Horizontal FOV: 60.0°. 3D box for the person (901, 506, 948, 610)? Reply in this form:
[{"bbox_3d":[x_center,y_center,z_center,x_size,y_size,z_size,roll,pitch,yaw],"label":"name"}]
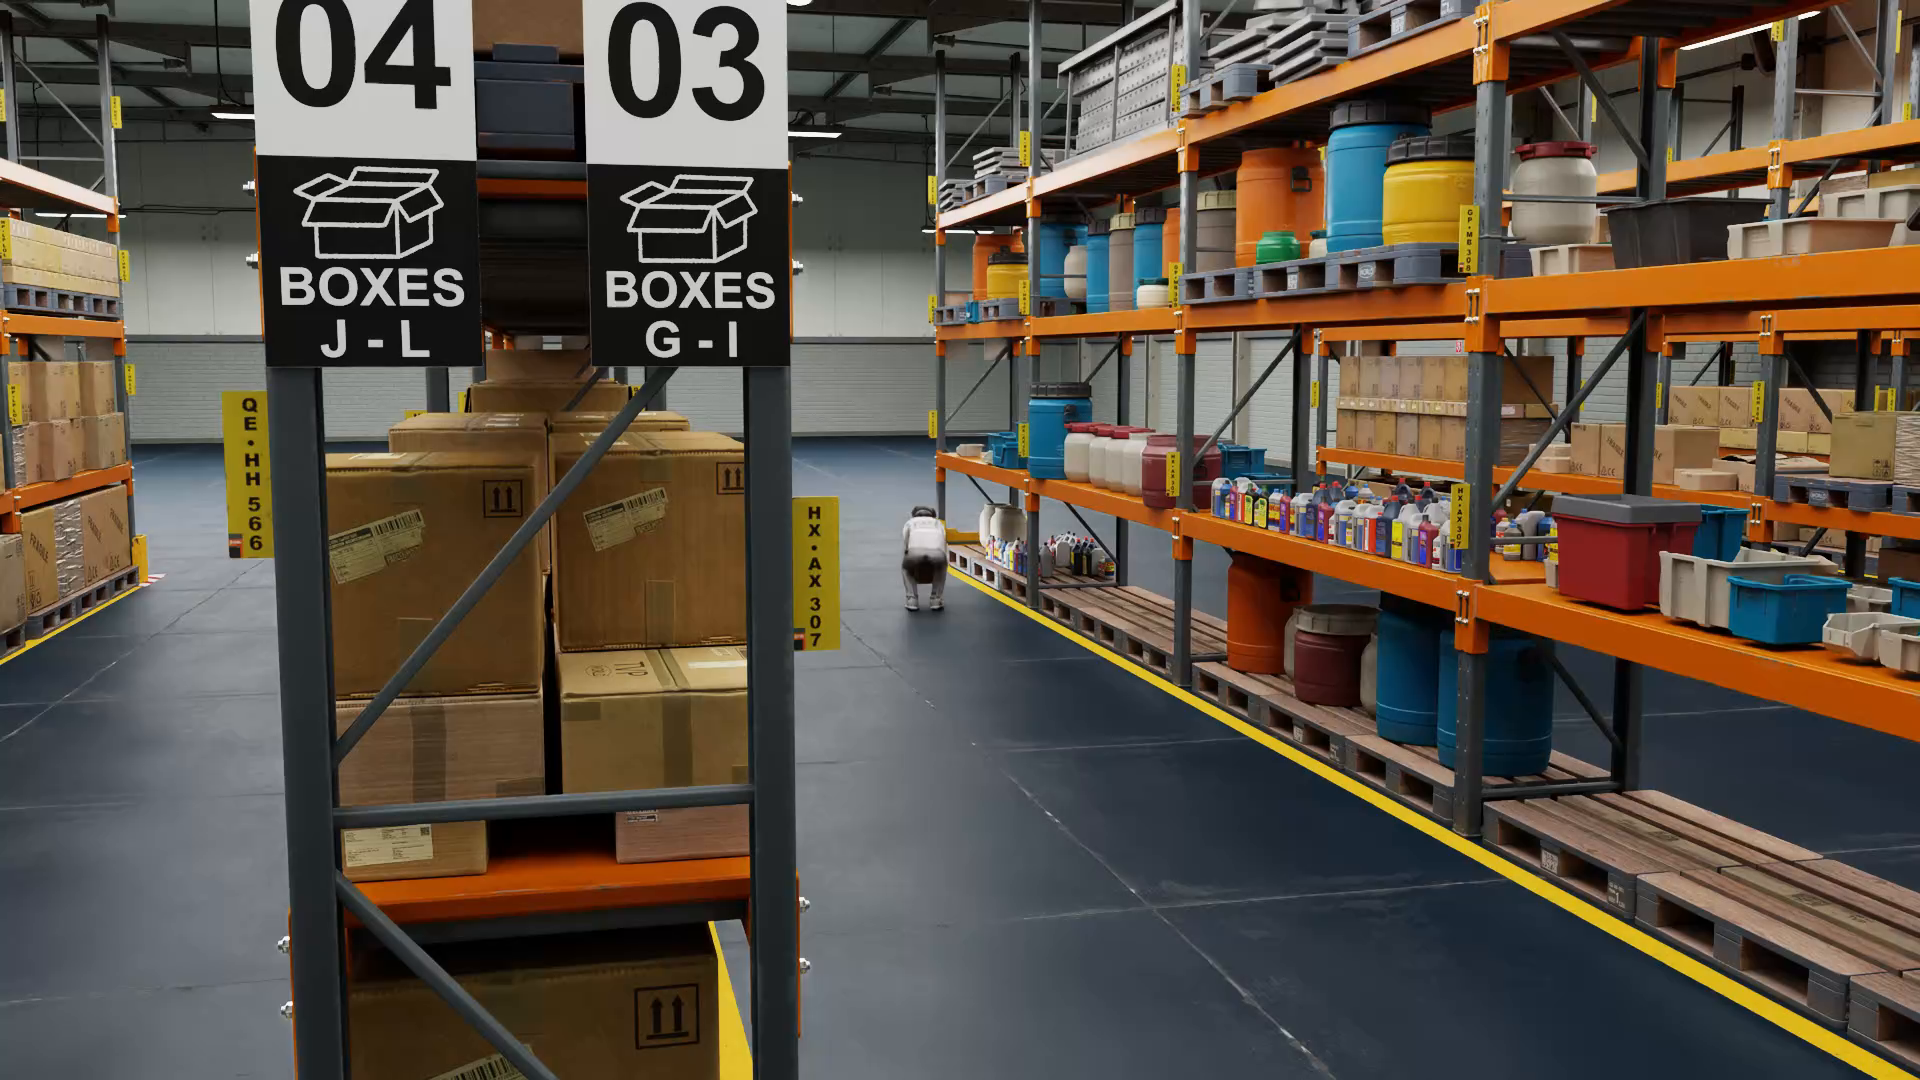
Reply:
[{"bbox_3d":[-0.347,0.175,16.279,0.459,0.976,0.898,0,6,0],"label":"person"}]
